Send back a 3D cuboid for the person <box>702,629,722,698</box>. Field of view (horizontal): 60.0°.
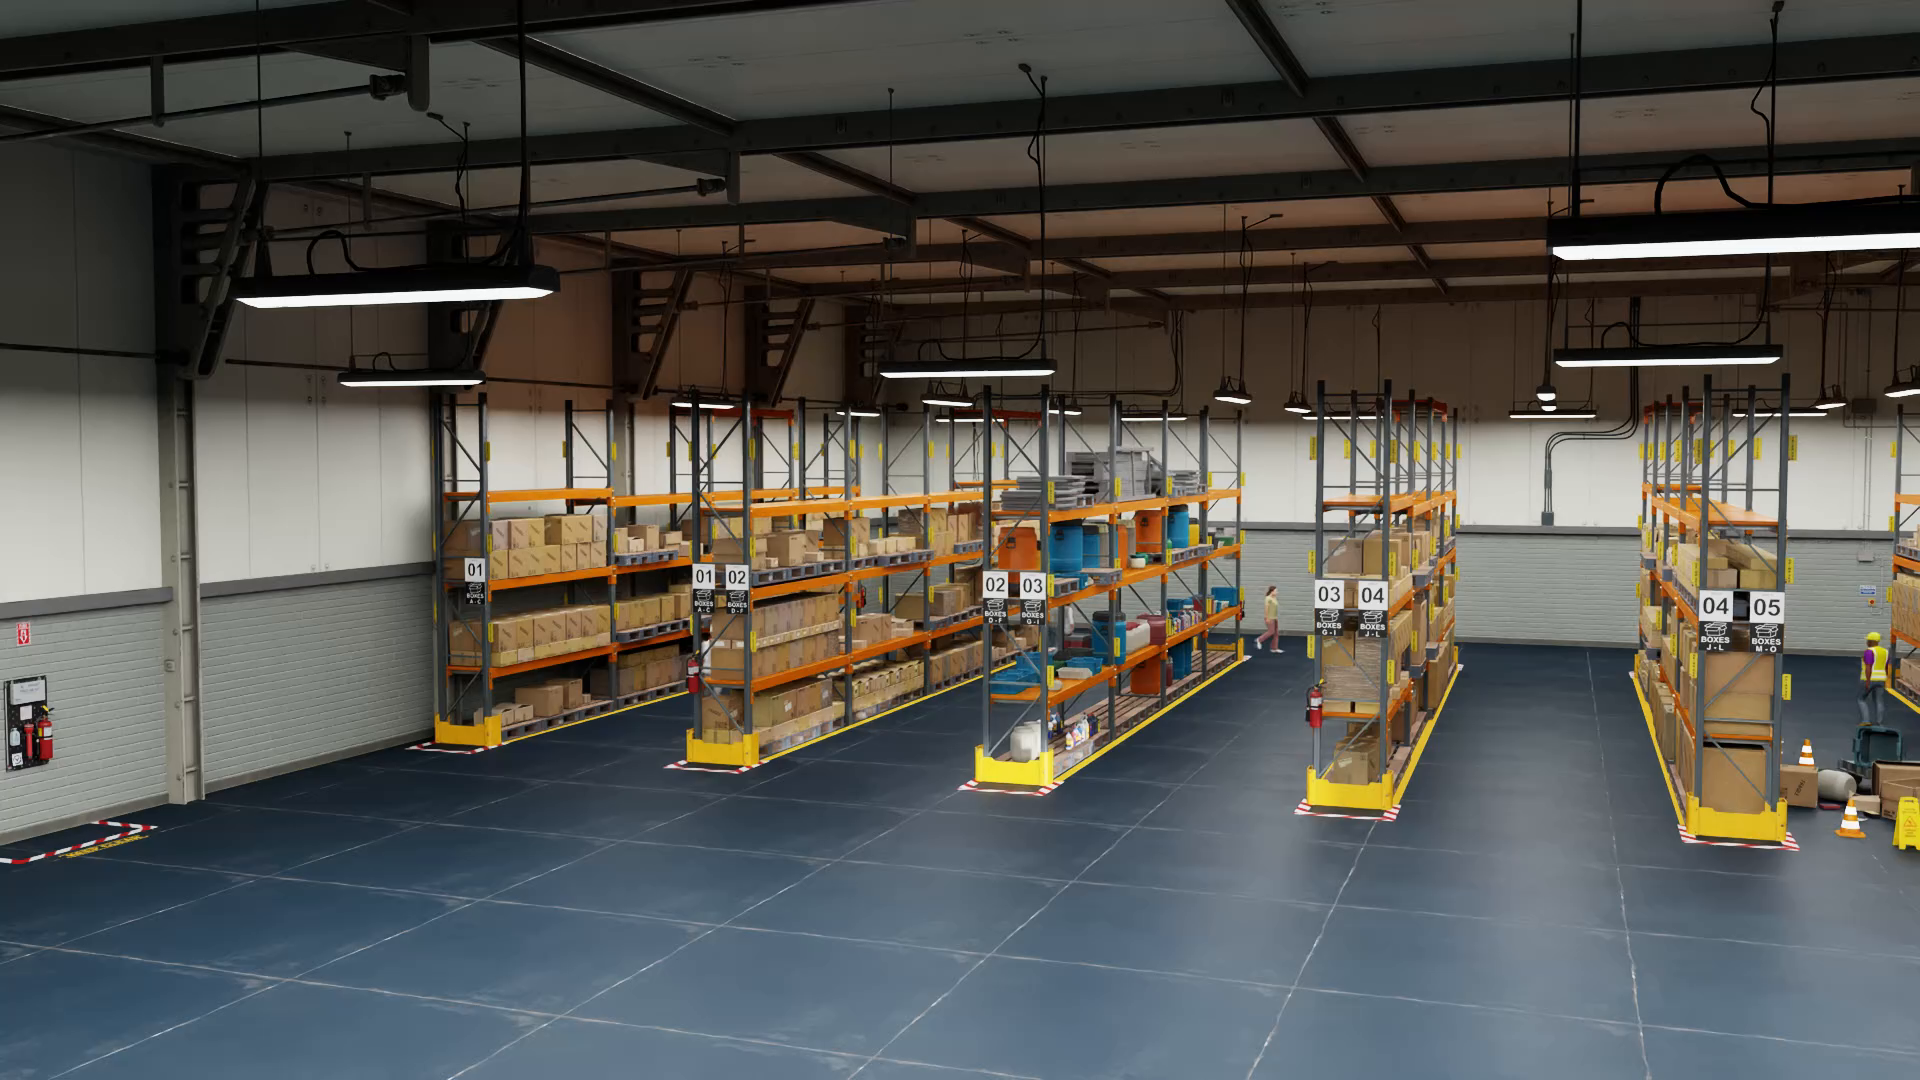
[{"bbox_3d":[-4.559,2.485,30.847,0.621,1.751,0.941,0,3,-8],"label":"person"}]

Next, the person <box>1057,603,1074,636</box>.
[{"bbox_3d":[2.473,2.126,38.987,0.370,1.601,0.468,-3,4,-45],"label":"person"}]

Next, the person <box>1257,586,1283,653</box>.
[{"bbox_3d":[7.691,1.960,41.252,0.617,1.668,0.490,3,4,41],"label":"person"}]

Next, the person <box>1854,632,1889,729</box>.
[{"bbox_3d":[16.391,2.548,29.742,0.545,1.785,0.554,0,3,1],"label":"person"}]
